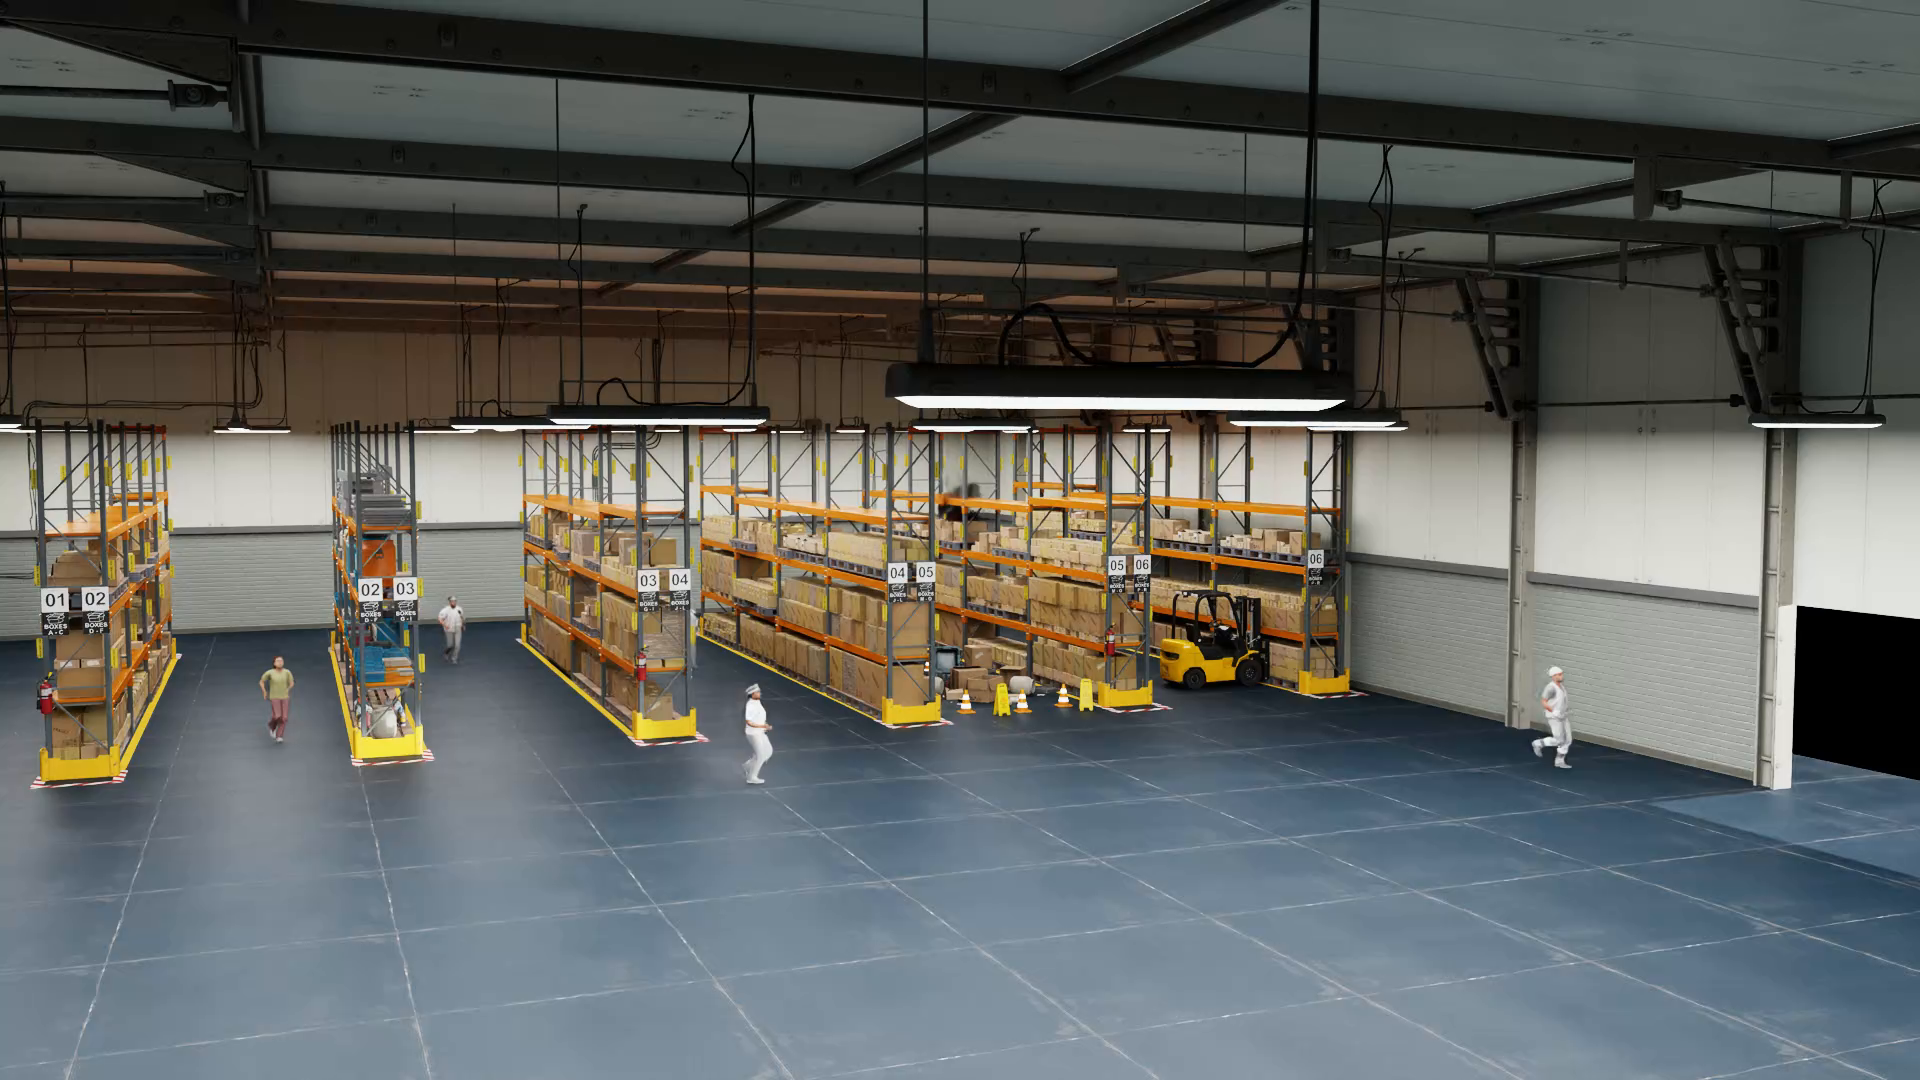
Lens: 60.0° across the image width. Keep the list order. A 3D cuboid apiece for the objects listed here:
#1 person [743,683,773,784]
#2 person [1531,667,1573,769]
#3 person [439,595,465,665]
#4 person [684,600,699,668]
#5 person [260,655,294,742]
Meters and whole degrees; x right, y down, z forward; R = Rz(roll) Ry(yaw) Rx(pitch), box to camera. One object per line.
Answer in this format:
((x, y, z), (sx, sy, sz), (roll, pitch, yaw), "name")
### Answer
((-3.328, 3.180, 27.378), (0.568, 1.654, 0.570), (1, 4, 8), "person")
((10.267, 3.058, 28.736), (0.704, 1.749, 0.656), (4, 5, 45), "person")
((-12.718, 2.248, 41.687), (0.649, 1.737, 0.595), (-3, 4, -36), "person")
((-6.687, 2.303, 41.133), (0.618, 1.669, 0.890), (-2, 4, -33), "person")
((-12.693, 2.967, 31.011), (0.570, 1.626, 0.537), (-3, 4, -37), "person")
